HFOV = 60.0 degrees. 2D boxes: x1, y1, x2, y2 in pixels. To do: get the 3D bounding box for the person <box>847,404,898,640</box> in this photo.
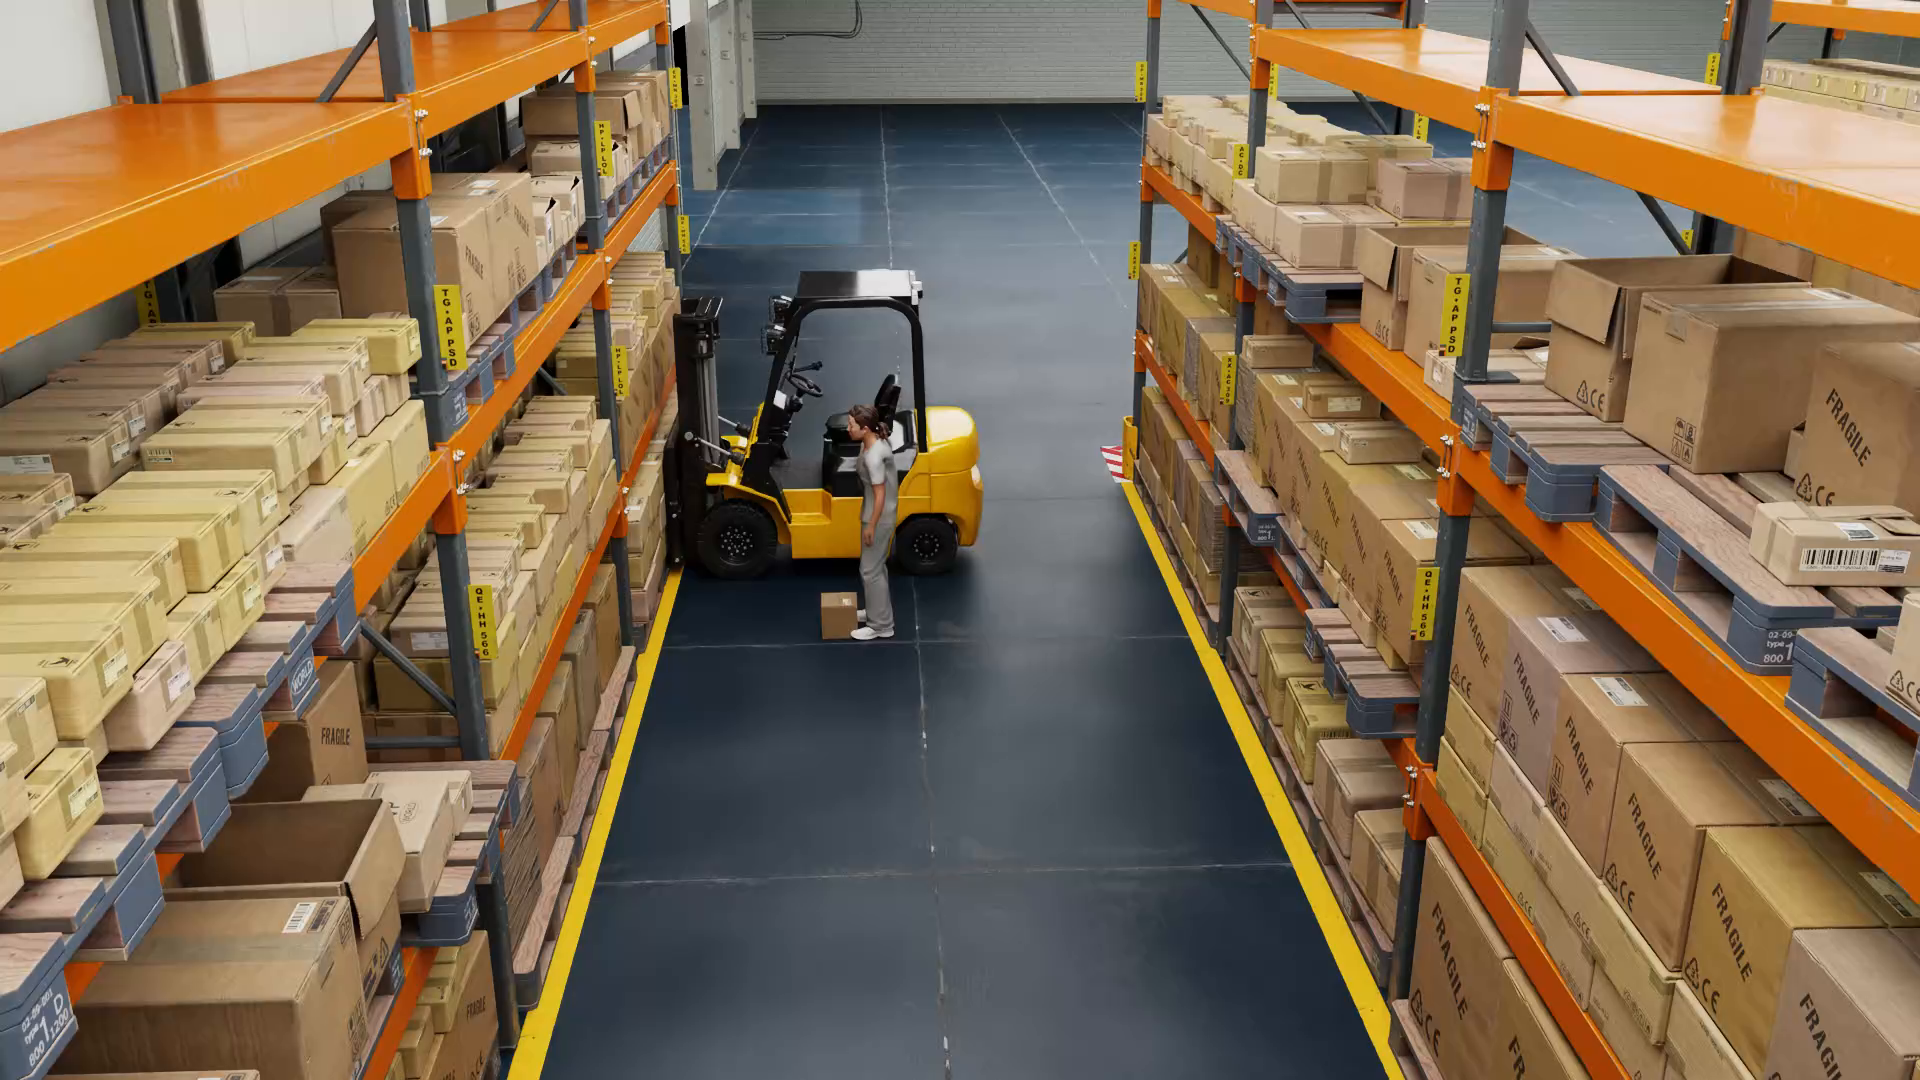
[{"bbox_3d":[-0.601,-0.136,11.459,0.354,1.663,0.513,-2,21,-6],"label":"person"}]
